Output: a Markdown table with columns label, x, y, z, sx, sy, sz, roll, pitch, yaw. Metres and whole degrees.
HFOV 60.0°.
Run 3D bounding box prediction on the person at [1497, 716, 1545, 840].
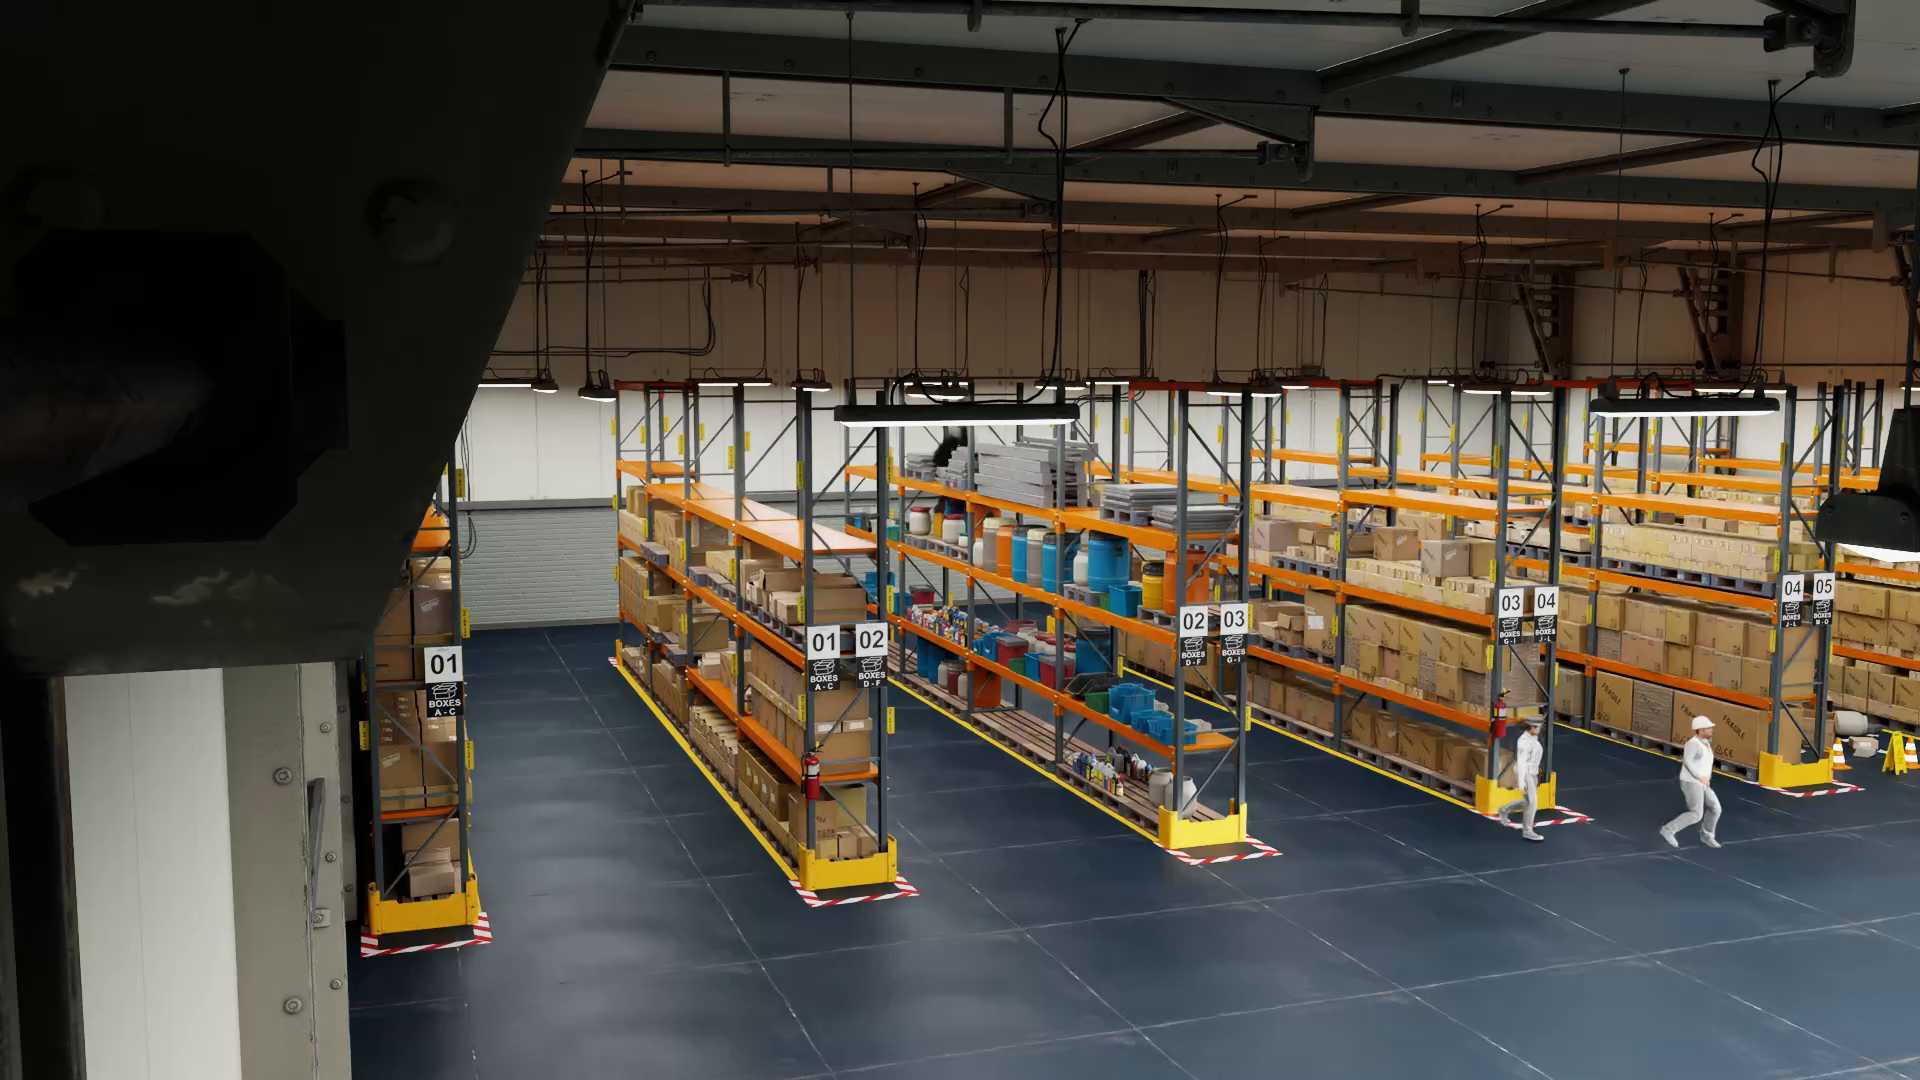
| label | x | y | z | sx | sy | sz | roll | pitch | yaw |
| --- | --- | --- | --- | --- | --- | --- | --- | --- | --- |
| person | 7.541 | 3.145 | 22.304 | 0.707 | 1.627 | 0.567 | 5 | 8 | 40 |

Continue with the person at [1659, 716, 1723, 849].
| label | x | y | z | sx | sy | sz | roll | pitch | yaw |
| --- | --- | --- | --- | --- | --- | --- | --- | --- | --- |
| person | 9.618 | 3.189 | 21.771 | 0.715 | 1.774 | 0.879 | 4 | 7 | 31 |
